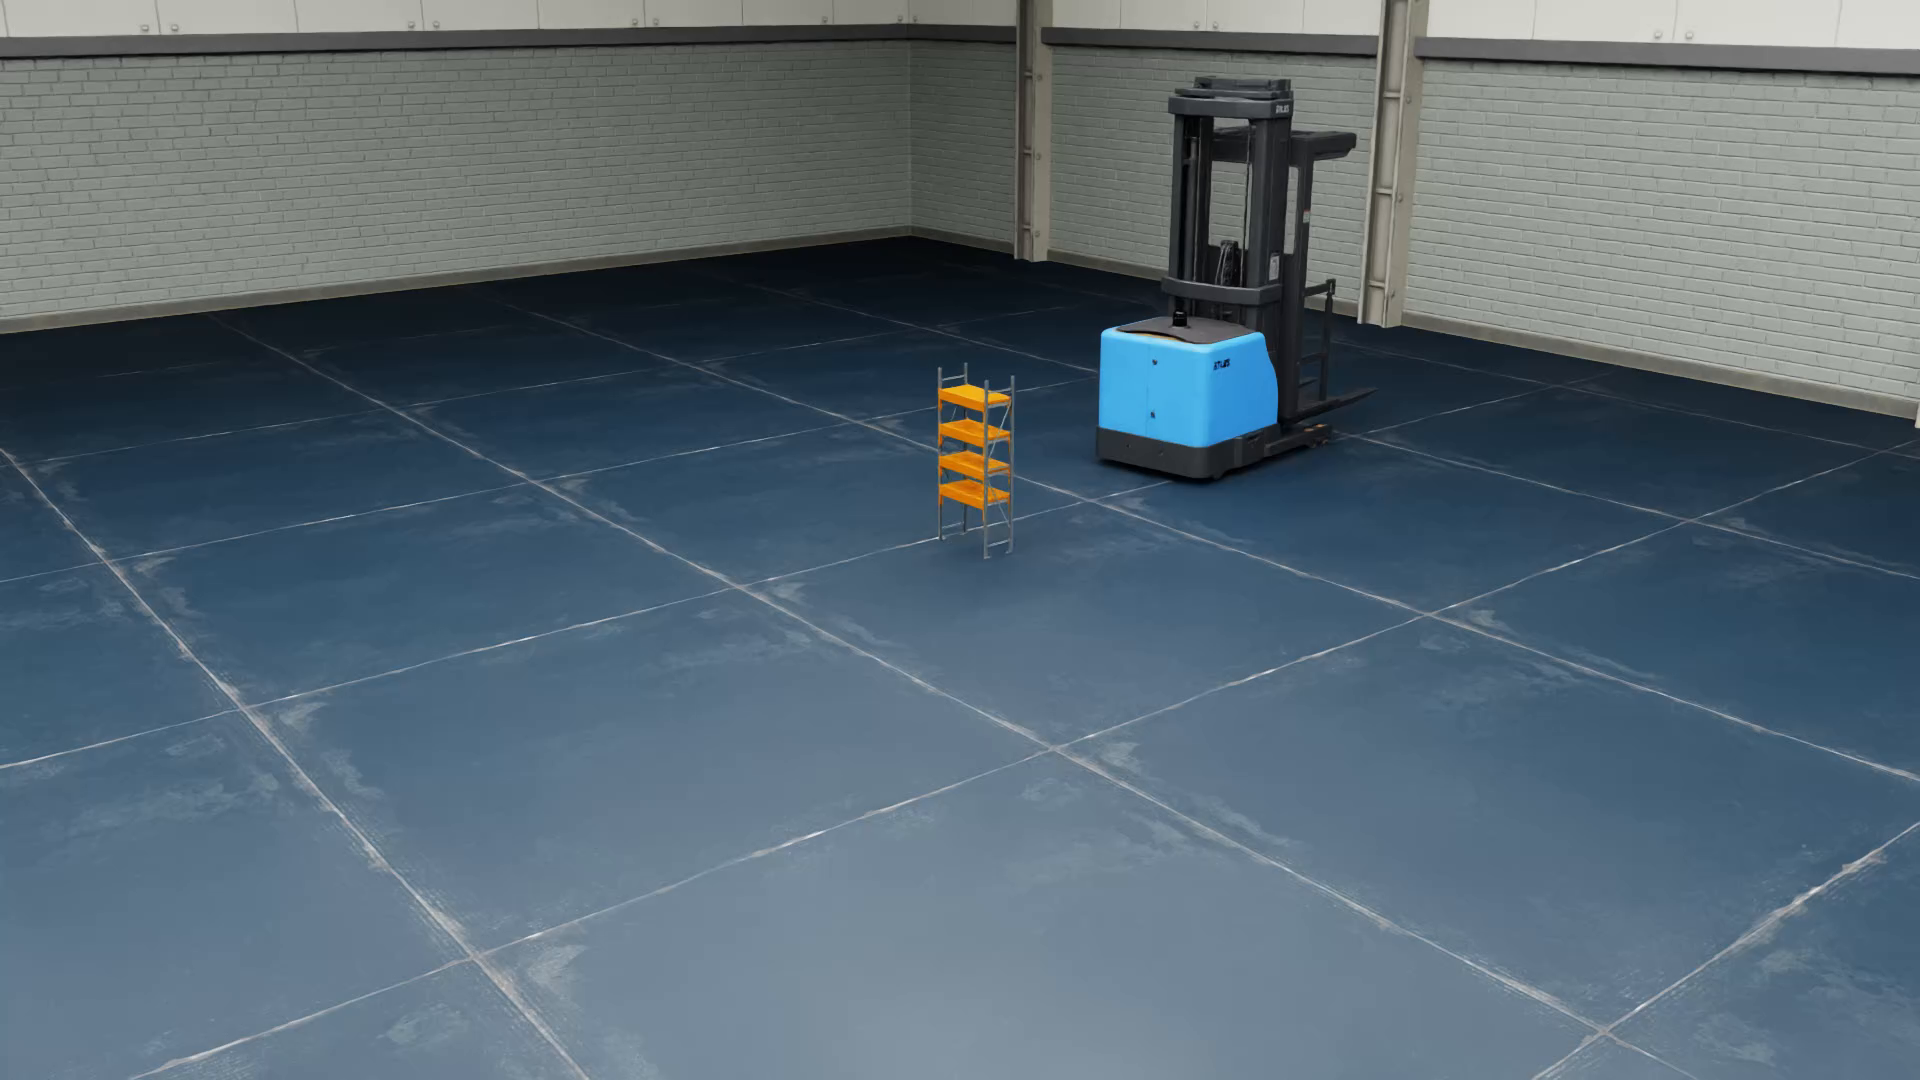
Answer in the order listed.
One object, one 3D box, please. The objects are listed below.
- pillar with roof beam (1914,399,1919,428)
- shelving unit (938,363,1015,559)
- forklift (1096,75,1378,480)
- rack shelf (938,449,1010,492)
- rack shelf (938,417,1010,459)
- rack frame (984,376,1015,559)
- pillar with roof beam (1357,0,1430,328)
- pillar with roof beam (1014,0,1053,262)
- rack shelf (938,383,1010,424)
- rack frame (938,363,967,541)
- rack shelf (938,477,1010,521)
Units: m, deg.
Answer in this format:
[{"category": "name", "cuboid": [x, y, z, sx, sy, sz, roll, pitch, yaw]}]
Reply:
[{"category": "pillar with roof beam", "cuboid": [5.070, -4.383, 10.284, 9.100, 9.000, 0.400, -14, 23, -36]}, {"category": "shelving unit", "cuboid": [0.103, -0.529, 11.051, 0.258, 1.200, 0.503, -14, 23, -36]}, {"category": "forklift", "cuboid": [2.437, -2.237, 13.457, 1.130, 2.935, 3.031, 16, 24, 40]}, {"category": "rack shelf", "cuboid": [0.103, -0.465, 11.072, 0.258, 0.148, 0.480, -14, 23, -36]}, {"category": "rack shelf", "cuboid": [0.103, -0.677, 11.002, 0.258, 0.148, 0.480, -14, 23, -36]}, {"category": "rack frame", "cuboid": [0.254, -0.469, 10.869, 0.240, 1.200, 0.015, -14, 23, -36]}, {"category": "pillar with roof beam", "cuboid": [1.344, -5.862, 14.749, 9.100, 9.000, 0.400, -14, 23, -36]}, {"category": "pillar with roof beam", "cuboid": [-2.381, -7.340, 19.214, 9.100, 9.000, 0.400, -14, 23, -36]}, {"category": "rack shelf", "cuboid": [0.103, -0.902, 10.927, 0.258, 0.148, 0.480, -14, 23, -36]}, {"category": "rack frame", "cuboid": [-0.049, -0.589, 11.232, 0.240, 1.200, 0.015, -14, 23, -36]}, {"category": "rack shelf", "cuboid": [0.103, -0.276, 11.134, 0.258, 0.148, 0.480, -14, 23, -36]}]
